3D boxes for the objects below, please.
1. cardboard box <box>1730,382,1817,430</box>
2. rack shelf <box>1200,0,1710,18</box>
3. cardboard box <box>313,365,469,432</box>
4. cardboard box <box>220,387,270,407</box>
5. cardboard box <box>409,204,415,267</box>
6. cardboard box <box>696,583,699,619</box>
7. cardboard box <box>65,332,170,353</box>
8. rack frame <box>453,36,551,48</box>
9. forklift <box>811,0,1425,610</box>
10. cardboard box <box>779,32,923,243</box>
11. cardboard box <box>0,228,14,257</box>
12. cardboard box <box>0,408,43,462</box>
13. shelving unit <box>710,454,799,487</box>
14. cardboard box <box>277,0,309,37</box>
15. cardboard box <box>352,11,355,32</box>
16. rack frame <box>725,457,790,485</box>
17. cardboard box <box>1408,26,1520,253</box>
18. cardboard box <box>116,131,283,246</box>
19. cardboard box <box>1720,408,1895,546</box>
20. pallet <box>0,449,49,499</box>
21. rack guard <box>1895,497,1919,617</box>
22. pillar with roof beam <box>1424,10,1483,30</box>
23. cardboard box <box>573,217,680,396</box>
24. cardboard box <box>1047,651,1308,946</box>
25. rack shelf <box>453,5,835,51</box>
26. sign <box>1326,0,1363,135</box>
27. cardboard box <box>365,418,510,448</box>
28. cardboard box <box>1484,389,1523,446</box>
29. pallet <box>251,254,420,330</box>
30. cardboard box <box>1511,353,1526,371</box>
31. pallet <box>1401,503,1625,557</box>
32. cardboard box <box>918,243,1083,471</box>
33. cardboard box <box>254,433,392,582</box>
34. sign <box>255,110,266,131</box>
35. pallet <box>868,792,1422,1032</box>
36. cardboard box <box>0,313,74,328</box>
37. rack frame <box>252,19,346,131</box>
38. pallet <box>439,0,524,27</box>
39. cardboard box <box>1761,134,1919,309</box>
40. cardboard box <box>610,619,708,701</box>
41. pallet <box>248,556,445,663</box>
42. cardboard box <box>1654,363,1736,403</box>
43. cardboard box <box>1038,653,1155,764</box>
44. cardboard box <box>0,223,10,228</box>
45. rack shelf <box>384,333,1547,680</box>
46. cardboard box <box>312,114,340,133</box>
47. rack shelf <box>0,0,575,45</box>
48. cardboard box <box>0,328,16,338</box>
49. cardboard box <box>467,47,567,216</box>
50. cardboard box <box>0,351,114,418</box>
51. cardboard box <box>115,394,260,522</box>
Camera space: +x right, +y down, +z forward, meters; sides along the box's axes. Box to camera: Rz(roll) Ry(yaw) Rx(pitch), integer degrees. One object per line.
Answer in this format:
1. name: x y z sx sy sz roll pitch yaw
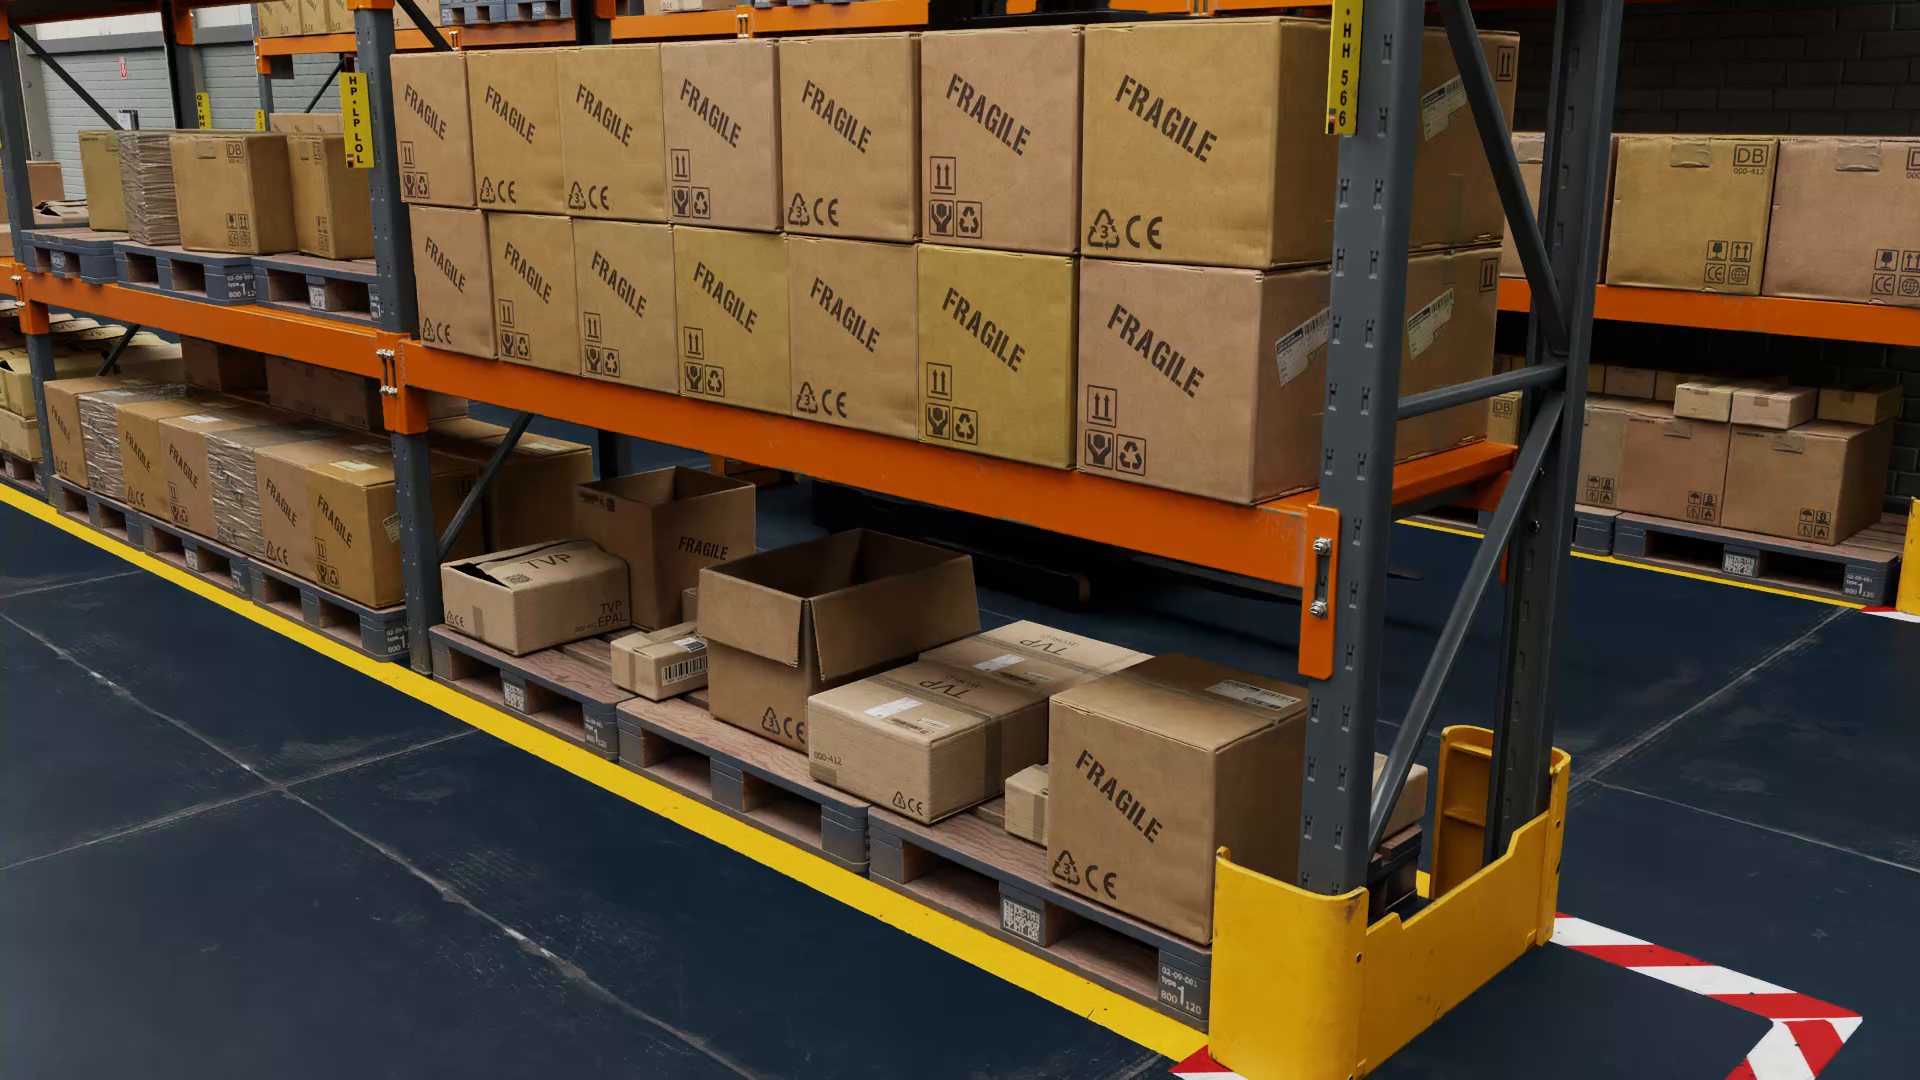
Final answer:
1. cardboard box: 3.776 -0.623 7.712 0.250 0.149 0.380 13 20 42
2. rack shelf: 3.128 -2.675 8.228 4.000 0.370 1.077 14 20 42
3. cardboard box: -2.646 -0.692 7.737 0.500 0.250 0.500 14 20 42
4. cardboard box: -3.418 -0.514 8.539 0.500 0.500 0.500 13 19 40
5. cardboard box: -1.933 -1.397 6.814 0.500 0.500 0.700 7 16 24
6. cardboard box: -0.600 0.246 6.000 0.500 0.311 0.500 14 20 42
7. cardboard box: -5.184 -1.101 10.218 0.500 0.311 0.500 13 19 41
8. rack frame: -4.071 -3.322 15.232 0.127 3.000 1.000 14 20 42
9. forklift: 0.645 -1.261 7.459 3.031 2.935 1.130 14 20 43
10. cardboard box: -0.120 -1.060 4.371 0.500 0.500 0.500 -14 20 -43
11. cardboard box: -5.466 -1.708 9.535 0.250 0.149 0.380 14 20 42
12. cardboard box: -5.175 -0.642 9.569 0.500 0.250 0.500 -14 20 -43
13. shelving unit: -0.820 -0.933 9.037 1.083 1.500 0.587 14 20 43
14. cardboard box: -6.521 -5.327 16.741 0.500 0.500 0.500 -13 19 -41
15. cardboard box: -5.386 -5.056 15.700 0.500 0.500 0.500 13 19 40
16. rack frame: -1.186 -1.025 9.391 0.032 1.500 0.500 14 20 43
17. cardboard box: 0.996 -0.980 4.061 0.500 0.500 0.500 -14 20 -42
18. cardboard box: -3.569 -1.689 7.934 0.700 0.500 0.500 -10 18 -34
19. cardboard box: 3.994 -0.320 7.834 0.500 0.500 0.700 14 20 42
20. pallet: -5.192 -0.524 10.023 1.213 0.211 1.003 14 20 42
21. rack guard: 4.585 -0.008 7.471 0.348 0.500 1.175 14 20 42
22. pillar with roof beam: -0.195 -4.078 6.235 0.400 9.000 9.100 14 20 42
23. cardboard box: -0.840 -0.755 5.181 0.500 0.500 0.500 14 20 42
24. cardboard box: 0.570 0.624 4.172 0.500 0.500 0.500 14 20 42
25. rack shelf: -2.631 -4.075 13.601 4.000 0.370 1.077 14 20 42
26. sign: 0.733 -0.938 3.159 0.005 0.325 0.100 14 20 42
27. cardboard box: -2.318 -0.245 7.510 0.500 0.500 0.500 14 20 43
28. cardboard box: 2.883 -0.587 8.861 0.700 0.500 0.500 -14 20 -43
29. pallet: -2.247 -1.089 7.042 1.213 0.211 1.003 14 20 42
30. cardboard box: 3.128 -0.914 8.829 0.250 0.149 0.380 13 20 41
31. pallet: 3.064 -0.211 8.825 1.213 0.211 1.003 14 20 42
32. cardboard box: 0.245 -0.489 4.163 0.500 0.500 0.500 14 20 43
33. cardboard box: -2.652 -0.148 7.134 0.500 0.500 0.500 14 20 42
34. sign: -7.327 -4.342 17.431 0.005 0.325 0.100 14 20 42
35. pallet: 0.503 0.875 4.656 1.213 0.211 1.003 14 20 42
36. cardboard box: -6.279 -1.370 11.247 0.500 0.311 0.500 14 20 42
37. rack frame: -6.950 -4.022 17.919 0.127 3.000 1.000 14 20 42
38. pallet: -3.700 -4.555 14.388 1.003 0.211 1.213 14 20 42
39. cardboard box: 4.194 -1.454 7.469 0.980 0.700 0.700 -13 20 -42
40. cardboard box: -0.966 0.399 5.700 0.250 0.166 0.380 14 20 42
41. pallet: -2.359 0.192 7.277 1.213 0.211 1.003 14 20 42
42. cardboard box: 3.678 -0.780 8.316 0.250 0.149 0.380 14 20 43
43. cardboard box: 0.578 0.562 4.908 0.500 0.250 0.500 14 20 42
44. cardboard box: -5.584 -1.813 9.941 0.380 0.149 0.250 -13 19 -40
45. rack shelf: -0.308 -0.324 5.152 4.000 0.370 1.077 14 20 42
46. cardboard box: -6.099 -4.004 16.620 0.500 0.500 0.500 13 19 40
47. rack shelf: -3.187 -2.475 7.461 4.000 0.370 1.077 14 20 42
48. cardboard box: -6.274 -1.180 10.519 0.500 0.311 0.500 -14 20 -43
49. cardboard box: -1.232 -1.330 5.408 0.500 0.500 0.500 13 19 40
50. cardboard box: -5.175 -0.913 9.495 0.500 0.311 0.500 -14 20 -43
51. cardboard box: -3.759 -0.414 8.159 0.500 0.500 0.500 13 20 41
